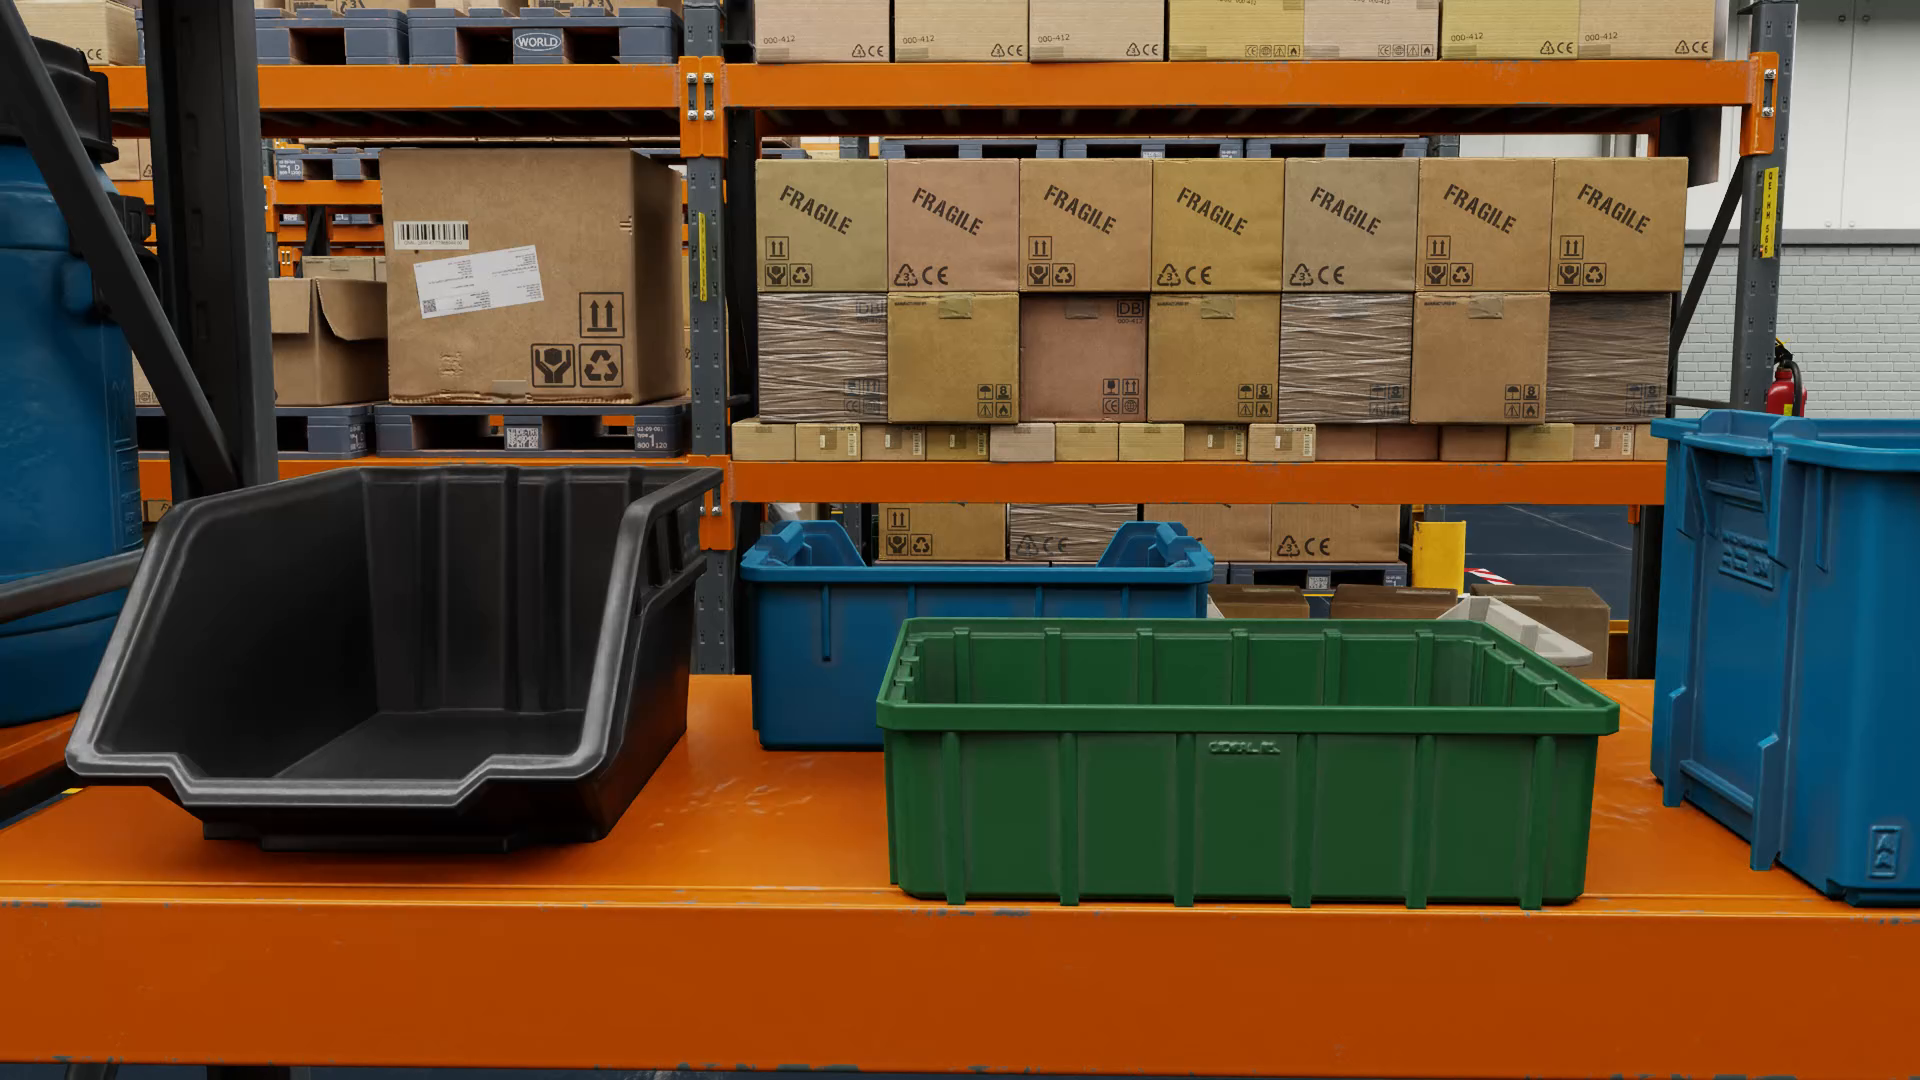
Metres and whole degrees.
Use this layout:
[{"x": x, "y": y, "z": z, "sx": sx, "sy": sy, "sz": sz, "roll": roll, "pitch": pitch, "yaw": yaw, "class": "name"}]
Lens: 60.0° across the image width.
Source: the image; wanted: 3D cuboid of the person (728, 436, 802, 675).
[{"x": -1.188, "y": 0.008, "z": 8.463, "sx": 0.759, "sy": 1.482, "sz": 0.401, "roll": -2, "pitch": 8, "yaw": -14, "class": "person"}]
